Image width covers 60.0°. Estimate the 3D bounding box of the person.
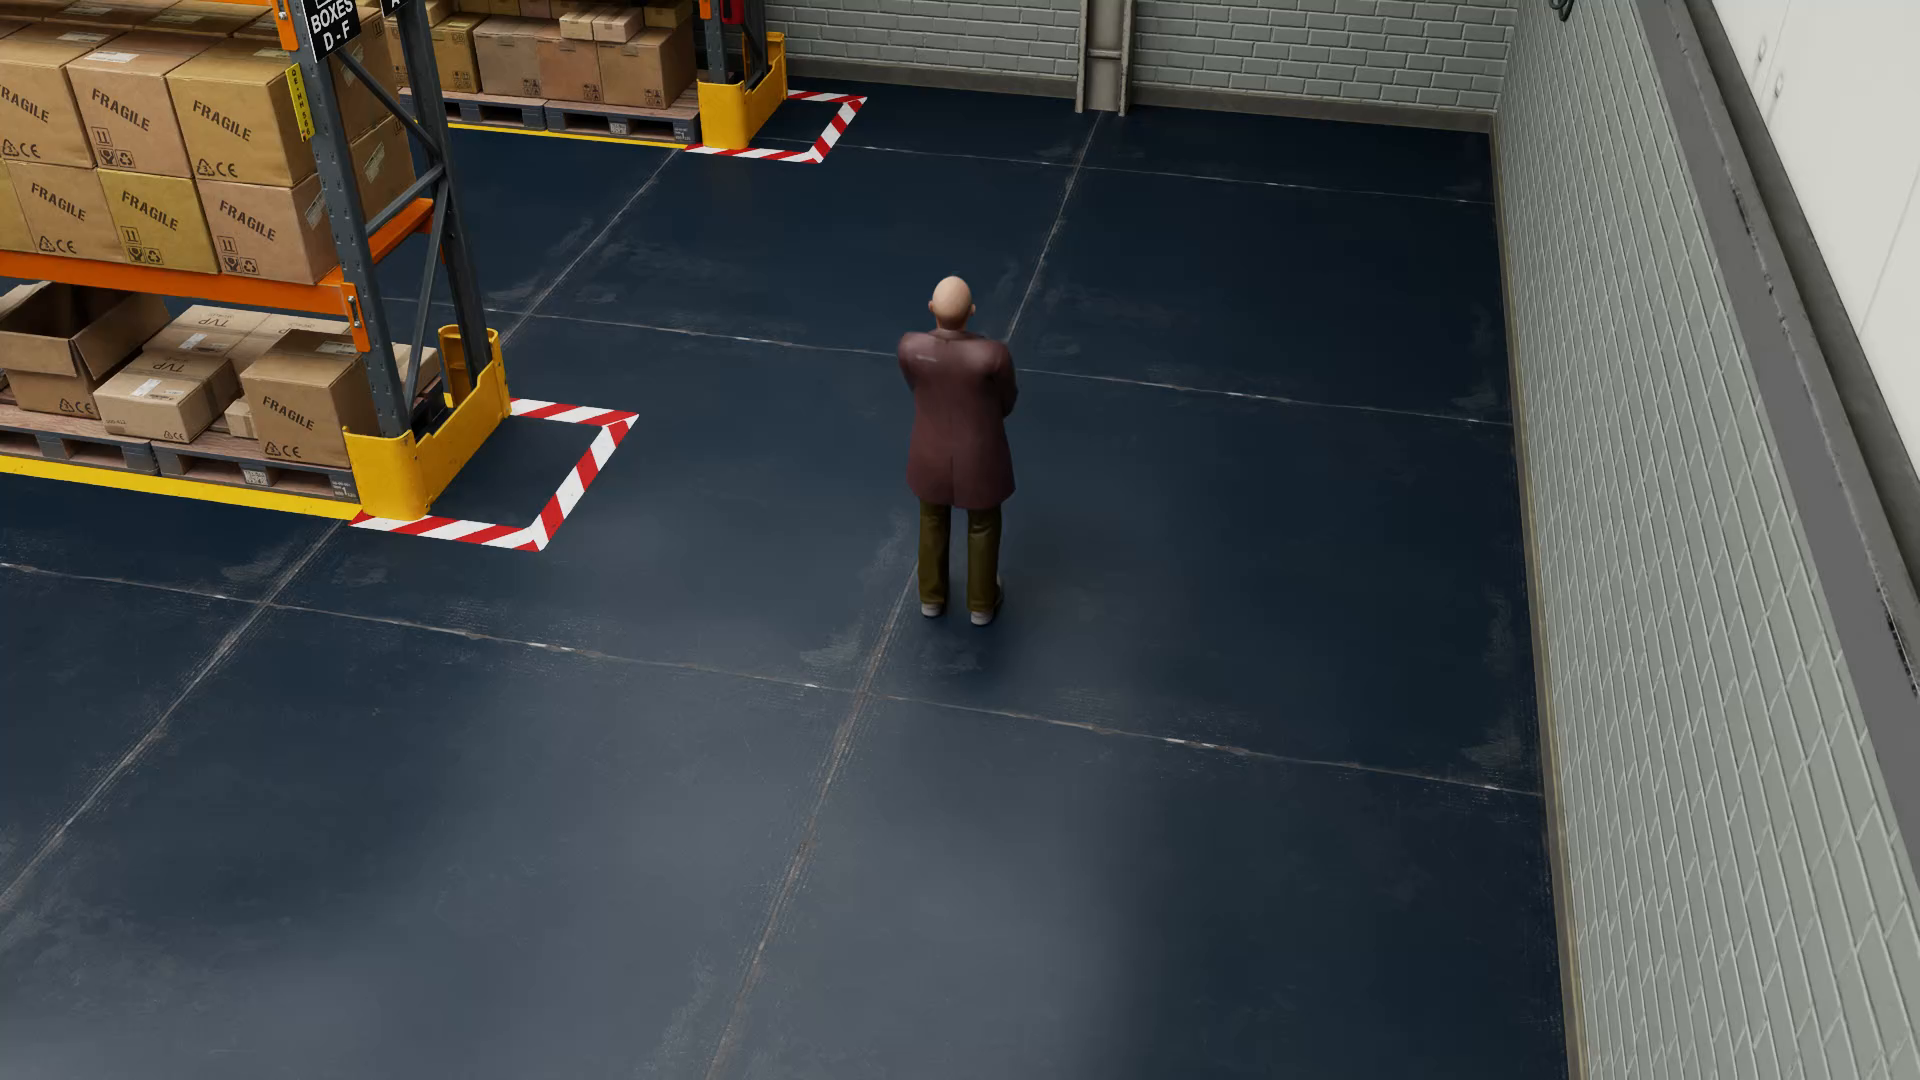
[{"bbox_3d":[0.015,-0.465,7.620,0.527,1.776,0.545,8,37,10],"label":"person"}]
